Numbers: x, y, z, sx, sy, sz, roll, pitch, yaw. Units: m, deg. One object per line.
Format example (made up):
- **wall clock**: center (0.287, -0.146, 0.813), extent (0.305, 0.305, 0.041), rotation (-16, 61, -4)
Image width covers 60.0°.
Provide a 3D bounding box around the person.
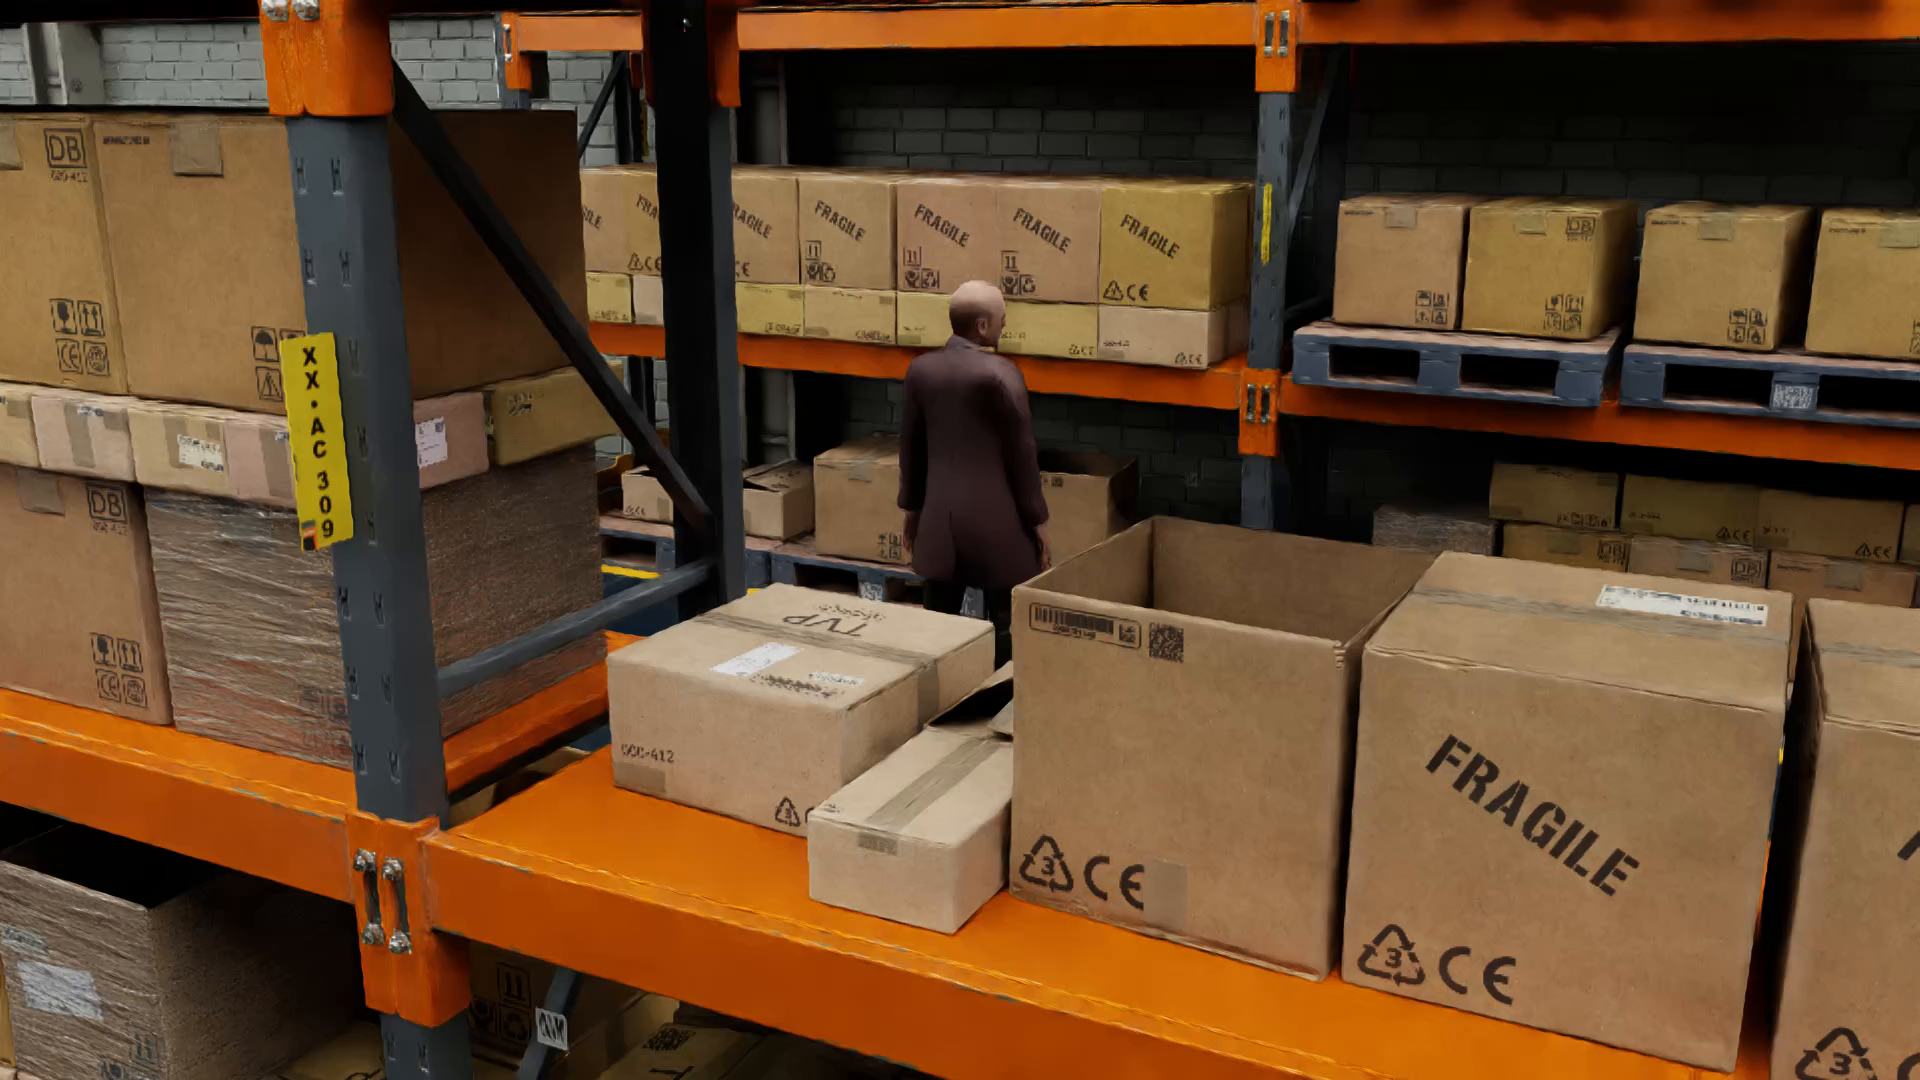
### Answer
- **person**: center (0.058, -0.082, 6.262), extent (0.663, 1.788, 0.566), rotation (12, 19, 36)
